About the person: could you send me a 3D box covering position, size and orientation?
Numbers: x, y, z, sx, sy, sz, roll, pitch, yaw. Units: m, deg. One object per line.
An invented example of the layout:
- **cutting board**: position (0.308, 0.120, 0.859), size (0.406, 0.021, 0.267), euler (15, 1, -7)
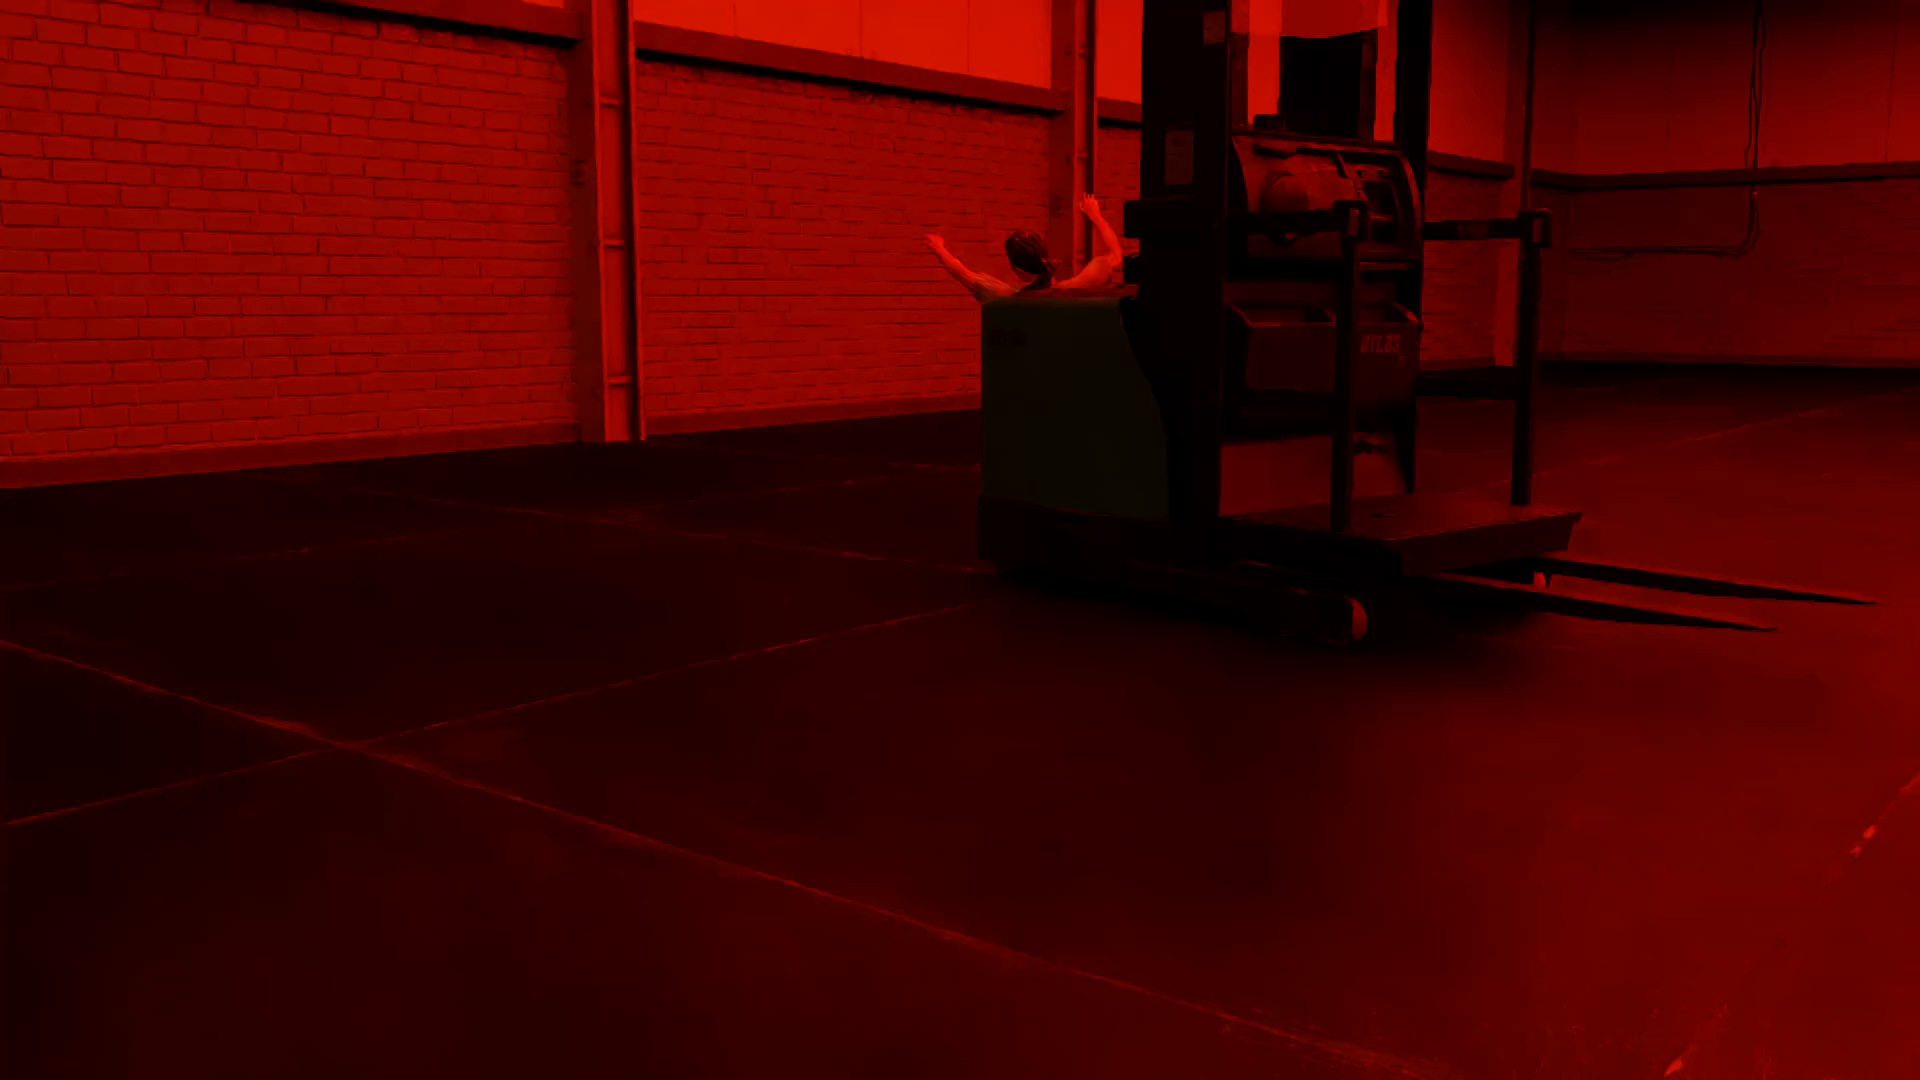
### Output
- **person**: position (0.313, -0.842, 7.843), size (0.969, 1.561, 0.787), euler (5, 10, 30)

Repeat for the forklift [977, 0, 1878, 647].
- **forklift**: position (1.387, -1.200, 5.482), size (1.130, 2.935, 3.031), euler (-7, 11, -39)
